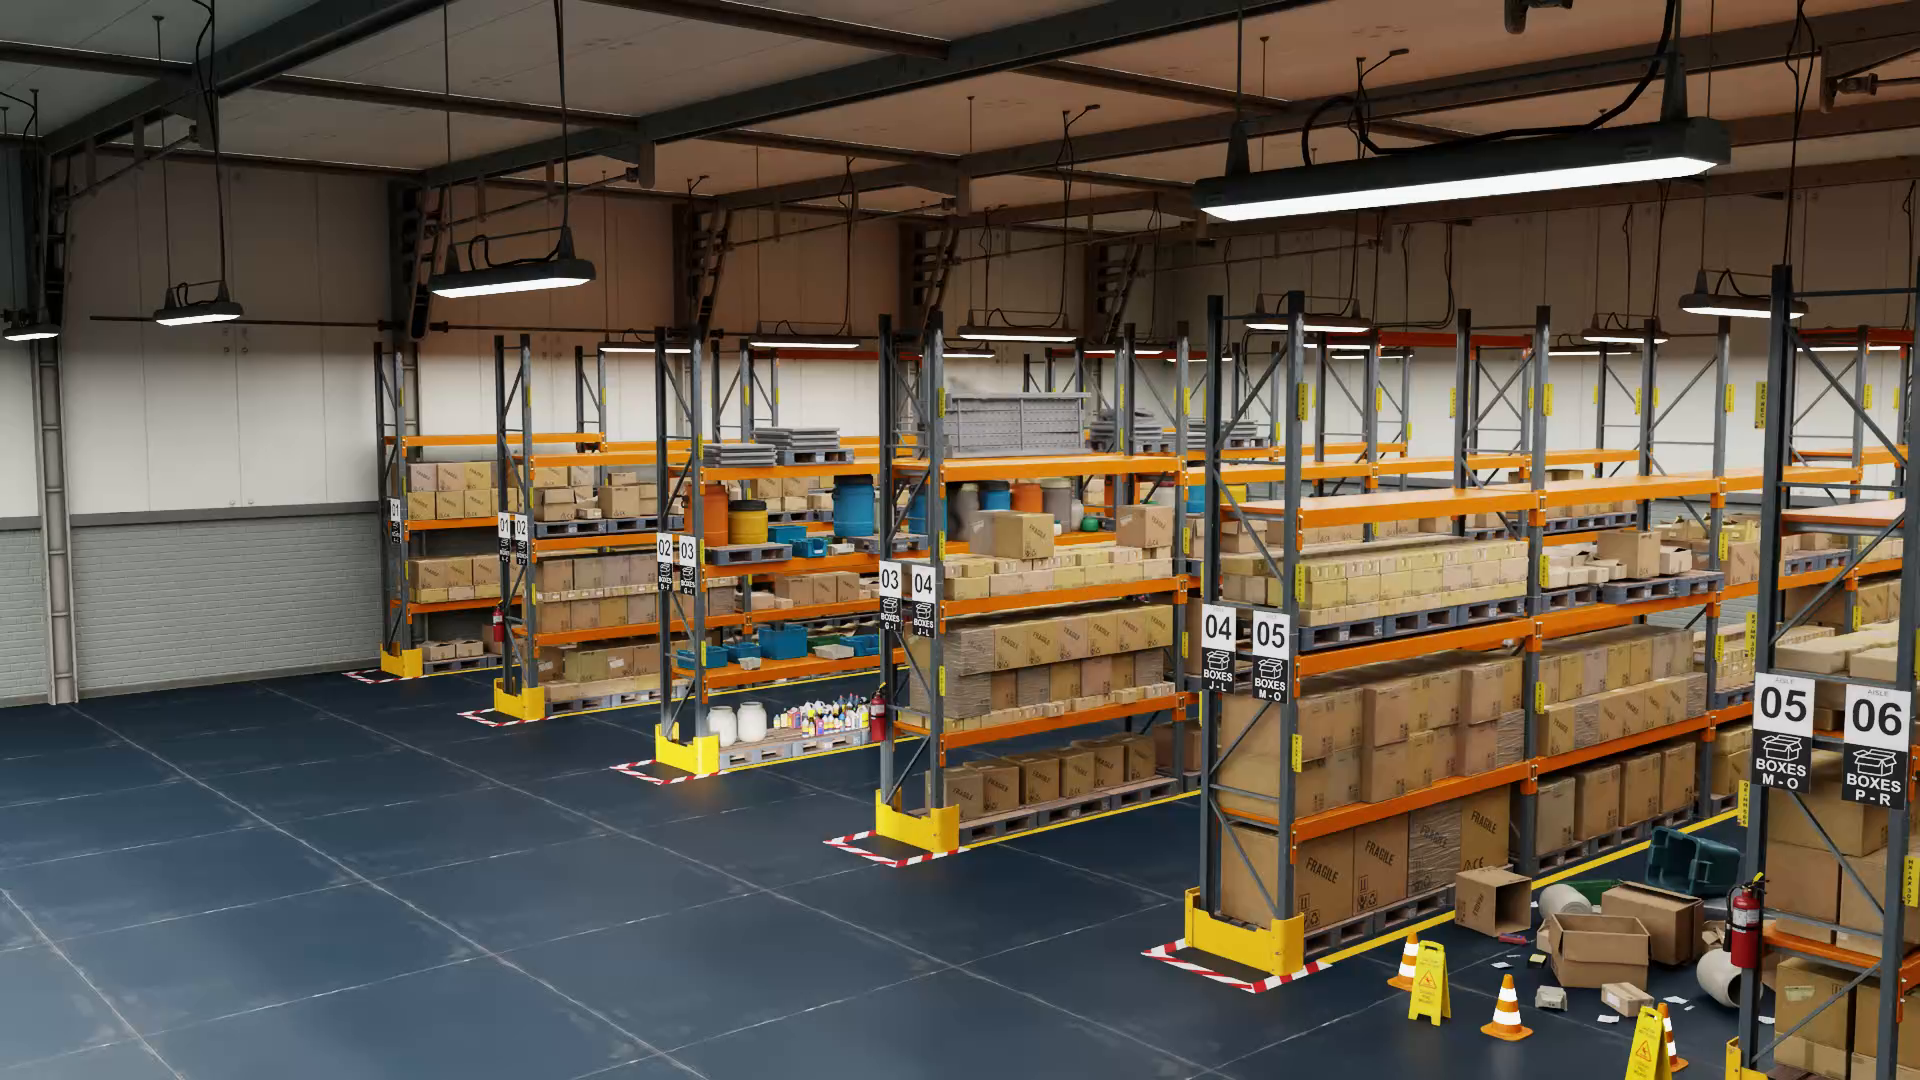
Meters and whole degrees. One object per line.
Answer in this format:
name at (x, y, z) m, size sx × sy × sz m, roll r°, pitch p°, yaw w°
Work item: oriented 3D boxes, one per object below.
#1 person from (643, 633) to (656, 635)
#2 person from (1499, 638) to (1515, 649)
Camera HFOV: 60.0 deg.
person at (-5.566, 1.590, 29.992) m, size 0.583 × 1.635 × 0.680 m, roll 4°, pitch 6°, yaw 34°
person at (7.707, 2.195, 23.482) m, size 0.615 × 1.644 × 0.888 m, roll 5°, pitch 7°, yaw 43°
